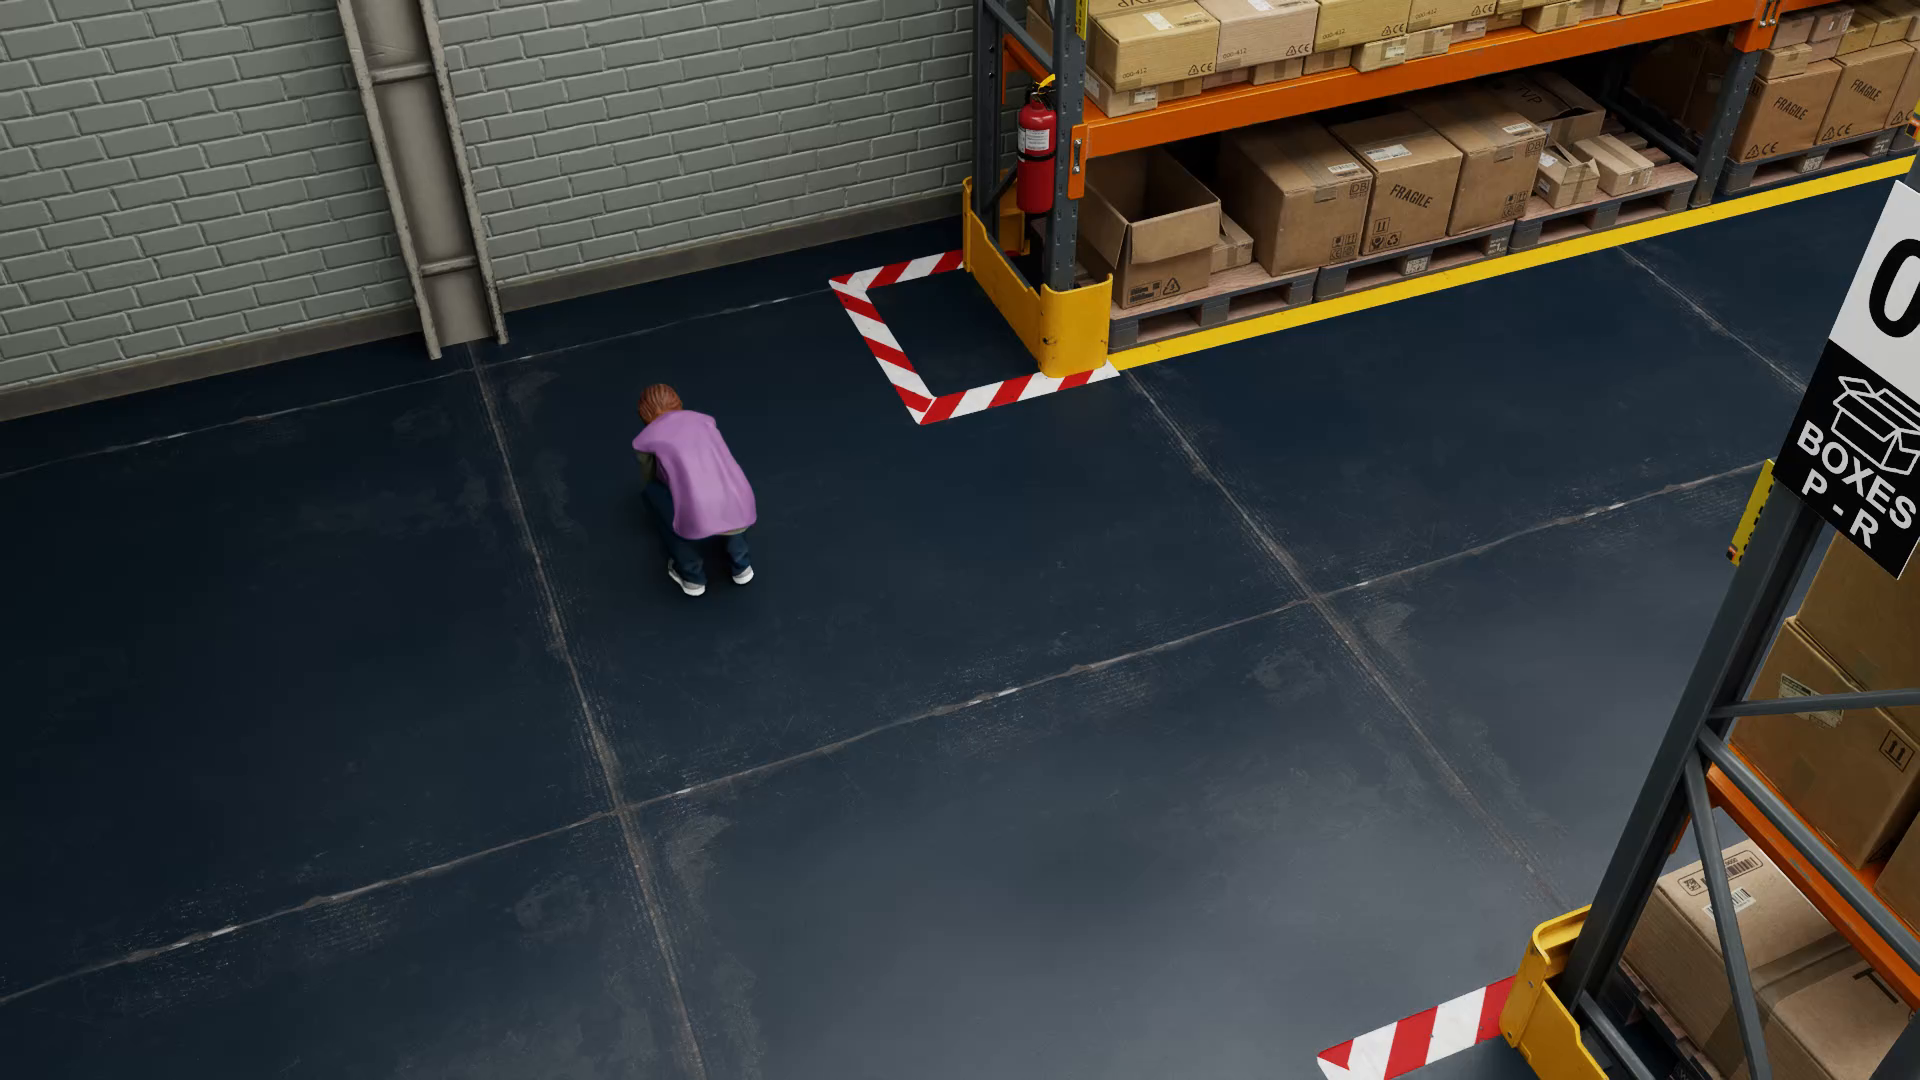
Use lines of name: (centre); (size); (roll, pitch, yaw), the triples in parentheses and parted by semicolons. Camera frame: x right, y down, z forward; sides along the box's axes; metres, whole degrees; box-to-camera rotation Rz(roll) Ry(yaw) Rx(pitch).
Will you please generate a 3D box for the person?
person: (-1.129, -0.191, 7.072); (0.421, 0.694, 0.861); (-17, 45, -17)
